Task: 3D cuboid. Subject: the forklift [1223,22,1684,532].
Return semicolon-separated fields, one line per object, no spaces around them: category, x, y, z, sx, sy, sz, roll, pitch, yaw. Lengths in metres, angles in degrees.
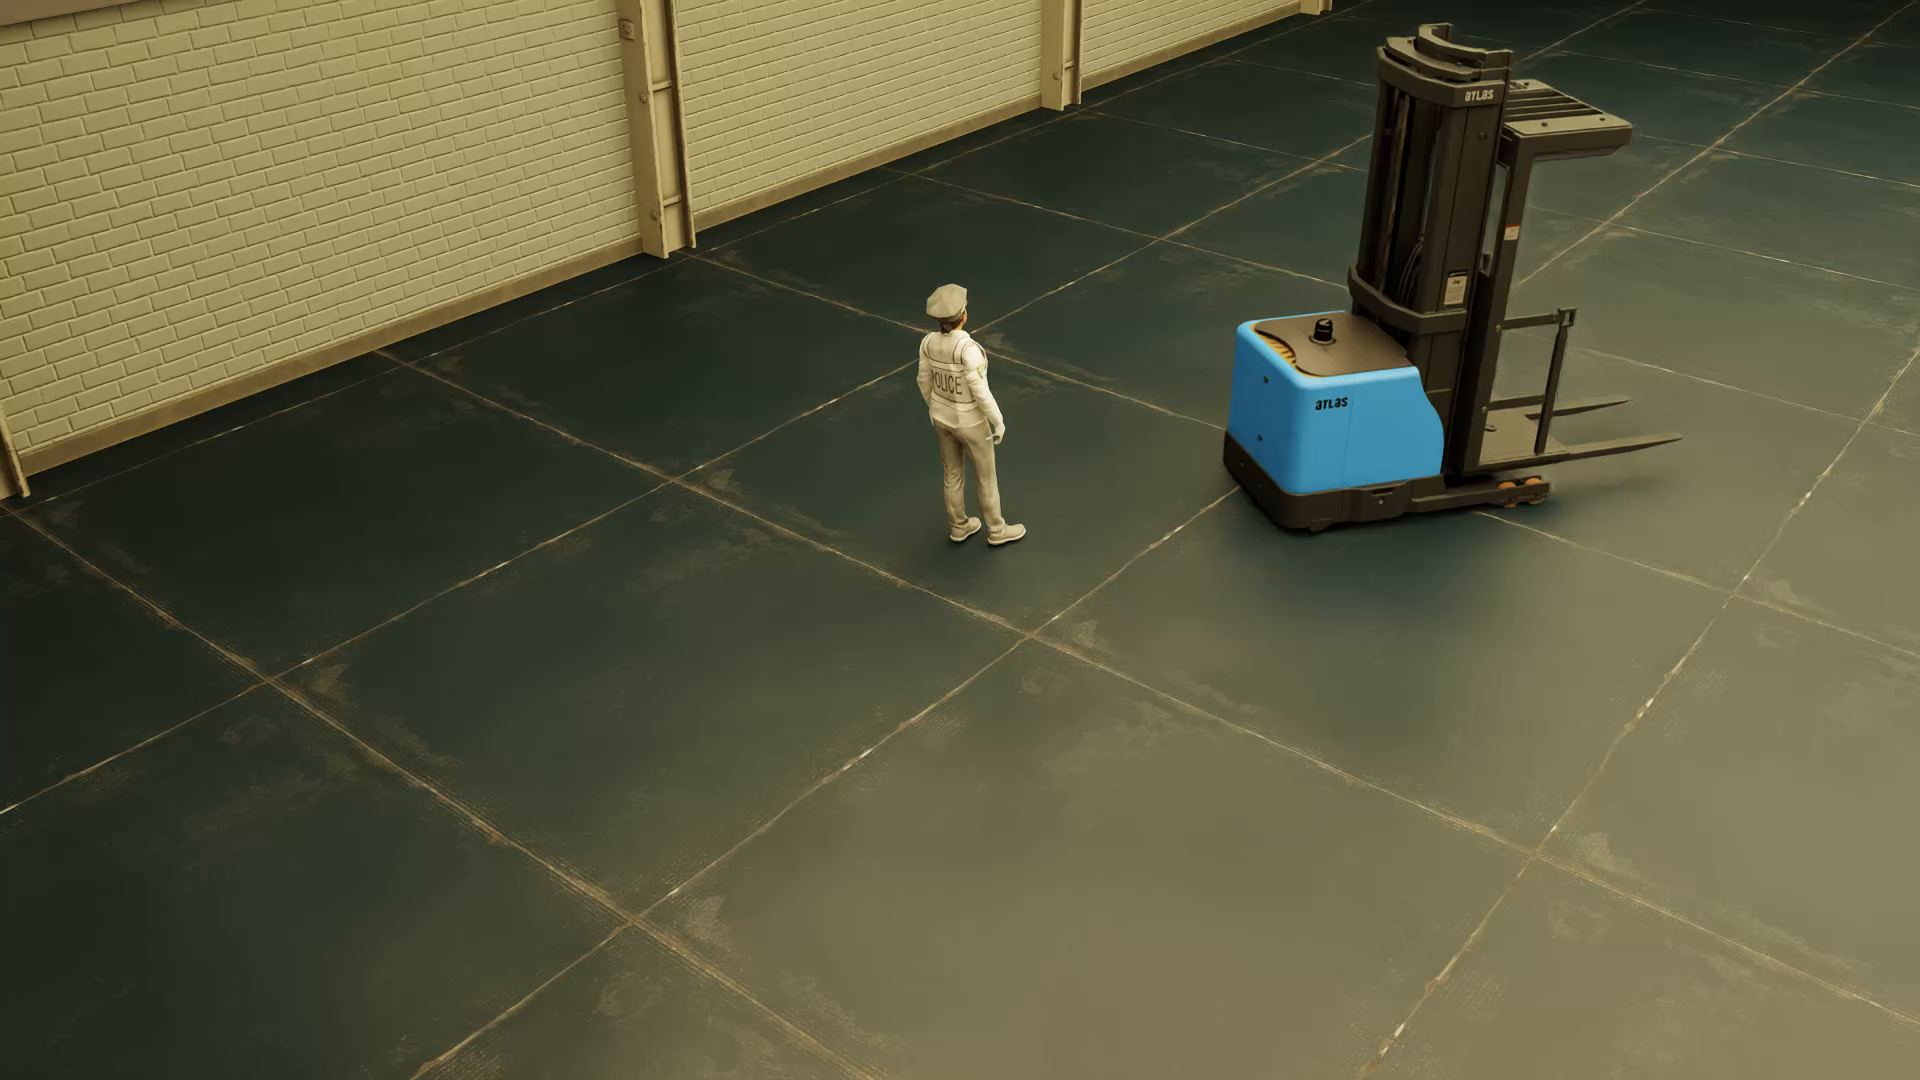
forklift;3.355;-1.725;10.546;3.031;2.935;1.130;-8;31;-14

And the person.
person;0.049;-0.762;10.111;0.586;1.694;0.531;22;37;33
